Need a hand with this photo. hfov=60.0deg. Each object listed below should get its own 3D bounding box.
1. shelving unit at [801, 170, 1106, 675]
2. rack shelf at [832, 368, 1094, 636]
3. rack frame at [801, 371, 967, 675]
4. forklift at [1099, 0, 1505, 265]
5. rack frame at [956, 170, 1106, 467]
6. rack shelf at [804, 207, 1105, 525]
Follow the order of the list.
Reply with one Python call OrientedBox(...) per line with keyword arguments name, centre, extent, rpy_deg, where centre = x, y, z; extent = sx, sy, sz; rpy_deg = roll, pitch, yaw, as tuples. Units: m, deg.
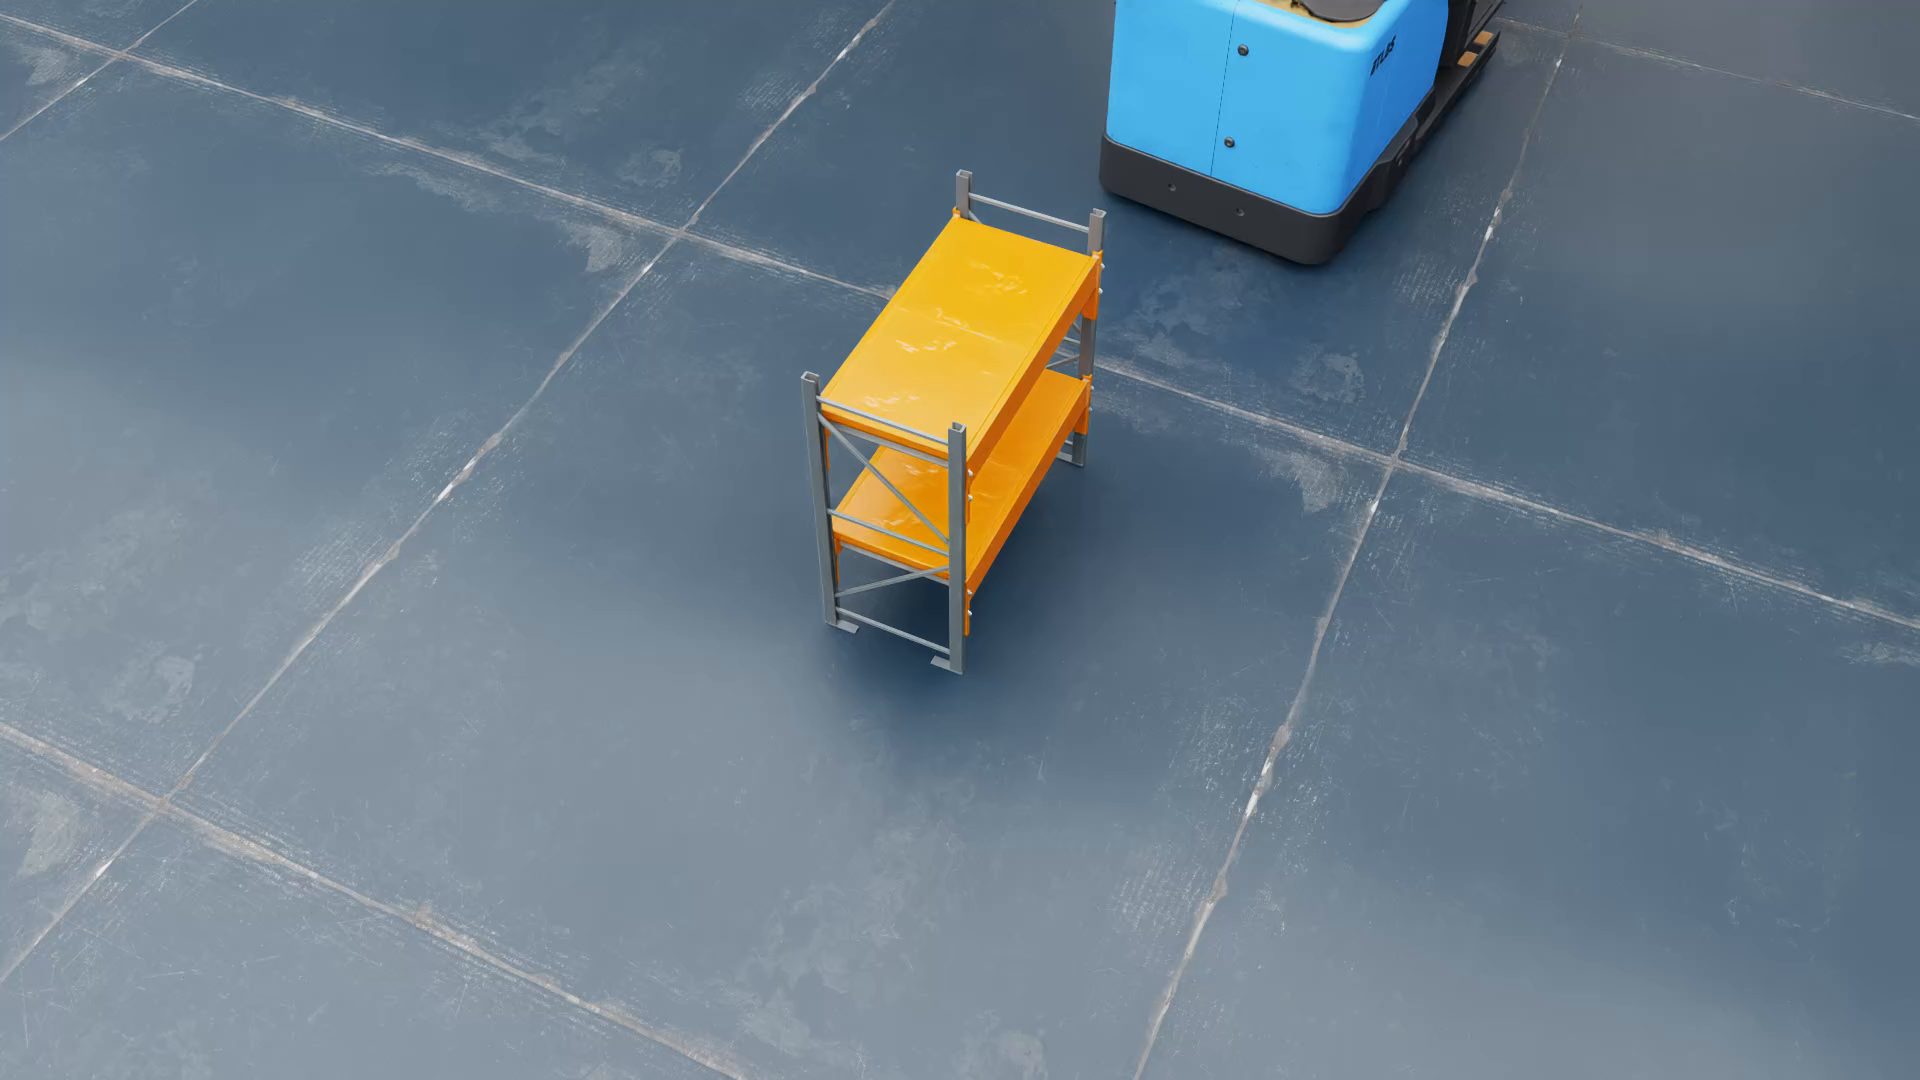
OrientedBox(name="shelving unit", centre=(0.003, -0.369, 5.326), extent=(0.538, 1.125, 1.048), rpy_deg=(20, 52, 16))
OrientedBox(name="rack shelf", centre=(0.003, -0.211, 5.512), extent=(0.538, 0.278, 1.000), rpy_deg=(20, 52, 16))
OrientedBox(name="rack frame", centre=(-0.214, -0.019, 5.028), extent=(0.500, 1.125, 0.032), rpy_deg=(20, 52, 16))
OrientedBox(name="forklift", centre=(1.788, -3.150, 6.506), extent=(1.130, 2.935, 3.031), rpy_deg=(26, 54, 20))
OrientedBox(name="rack frame", centre=(0.220, -0.719, 5.623), extent=(0.500, 1.125, 0.032), rpy_deg=(20, 52, 16))
OrientedBox(name="rack shelf", centre=(0.003, -0.559, 5.103), extent=(0.538, 0.278, 1.000), rpy_deg=(20, 52, 16))
